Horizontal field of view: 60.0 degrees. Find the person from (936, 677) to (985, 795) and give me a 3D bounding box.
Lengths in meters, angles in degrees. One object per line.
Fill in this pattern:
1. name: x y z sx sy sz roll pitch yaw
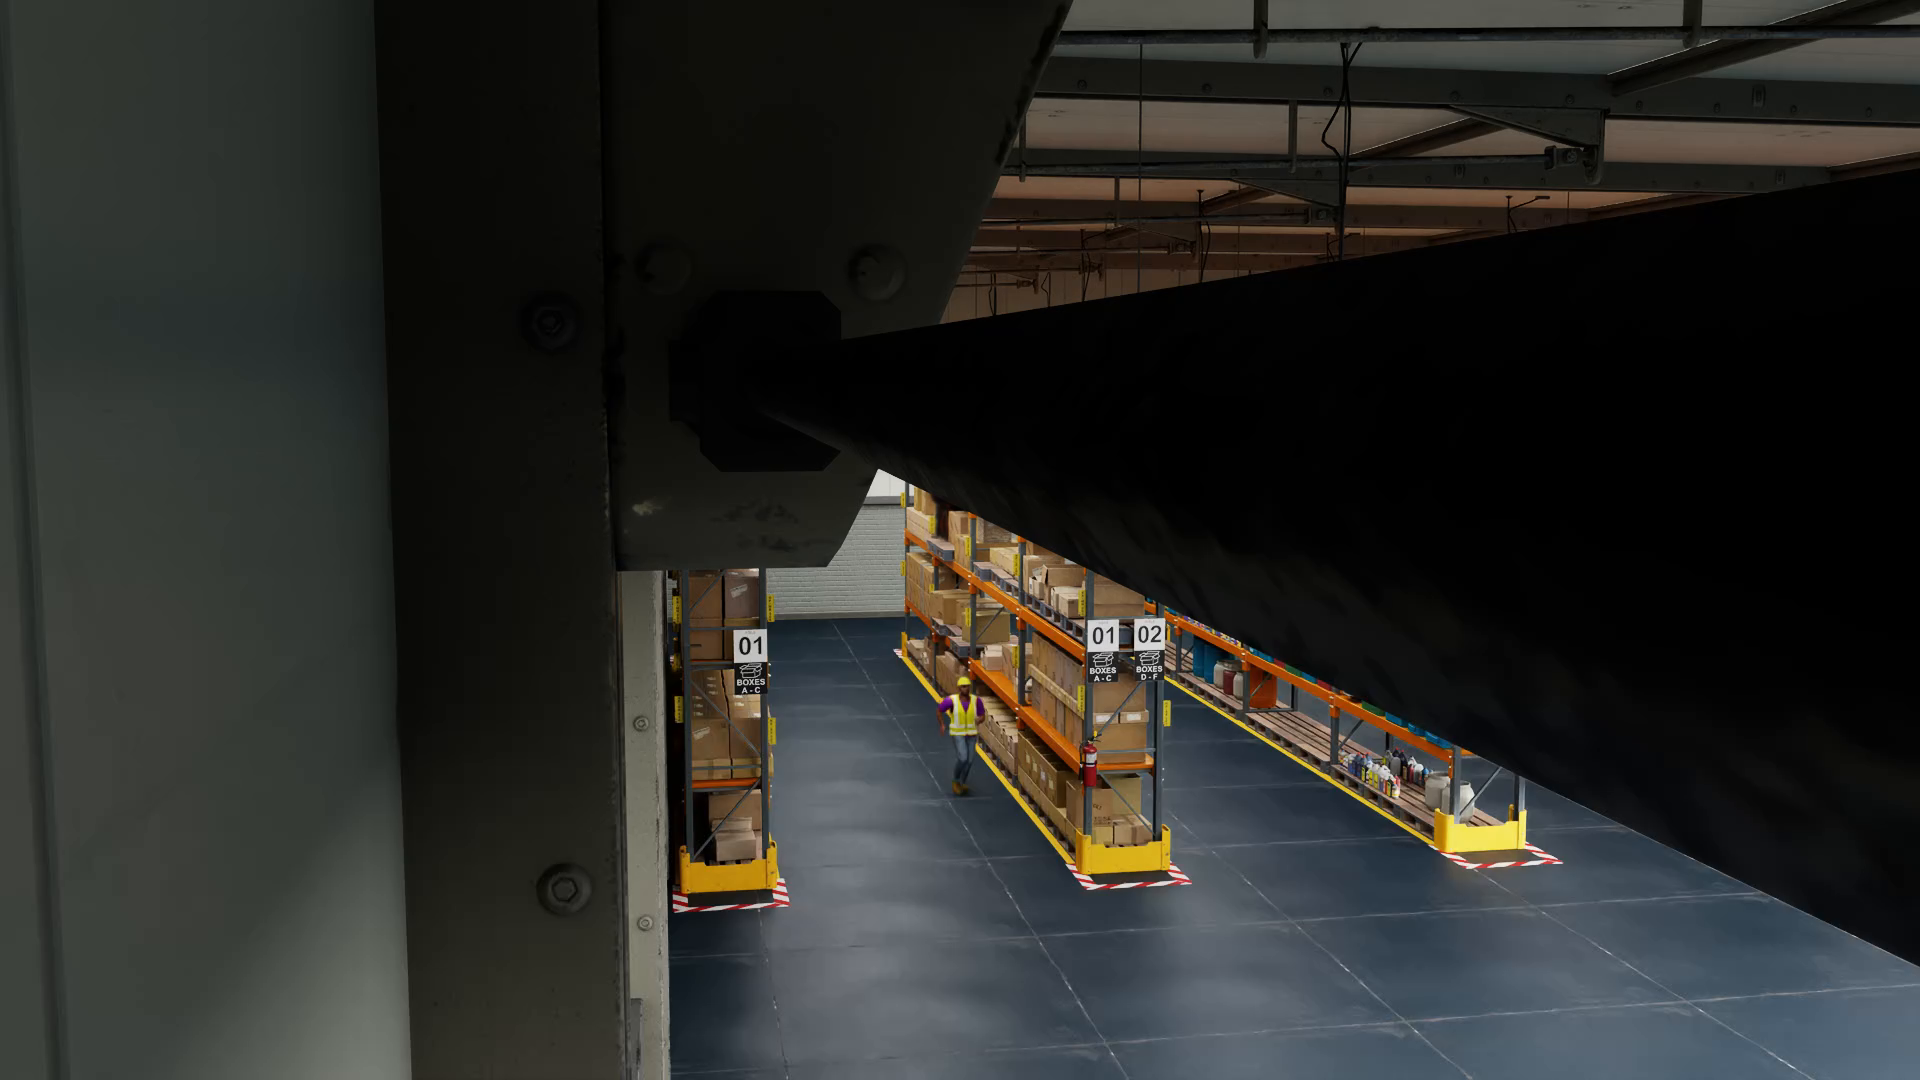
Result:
1. person: 0.058 2.902 24.628 0.675 1.759 0.688 -2 6 -20
